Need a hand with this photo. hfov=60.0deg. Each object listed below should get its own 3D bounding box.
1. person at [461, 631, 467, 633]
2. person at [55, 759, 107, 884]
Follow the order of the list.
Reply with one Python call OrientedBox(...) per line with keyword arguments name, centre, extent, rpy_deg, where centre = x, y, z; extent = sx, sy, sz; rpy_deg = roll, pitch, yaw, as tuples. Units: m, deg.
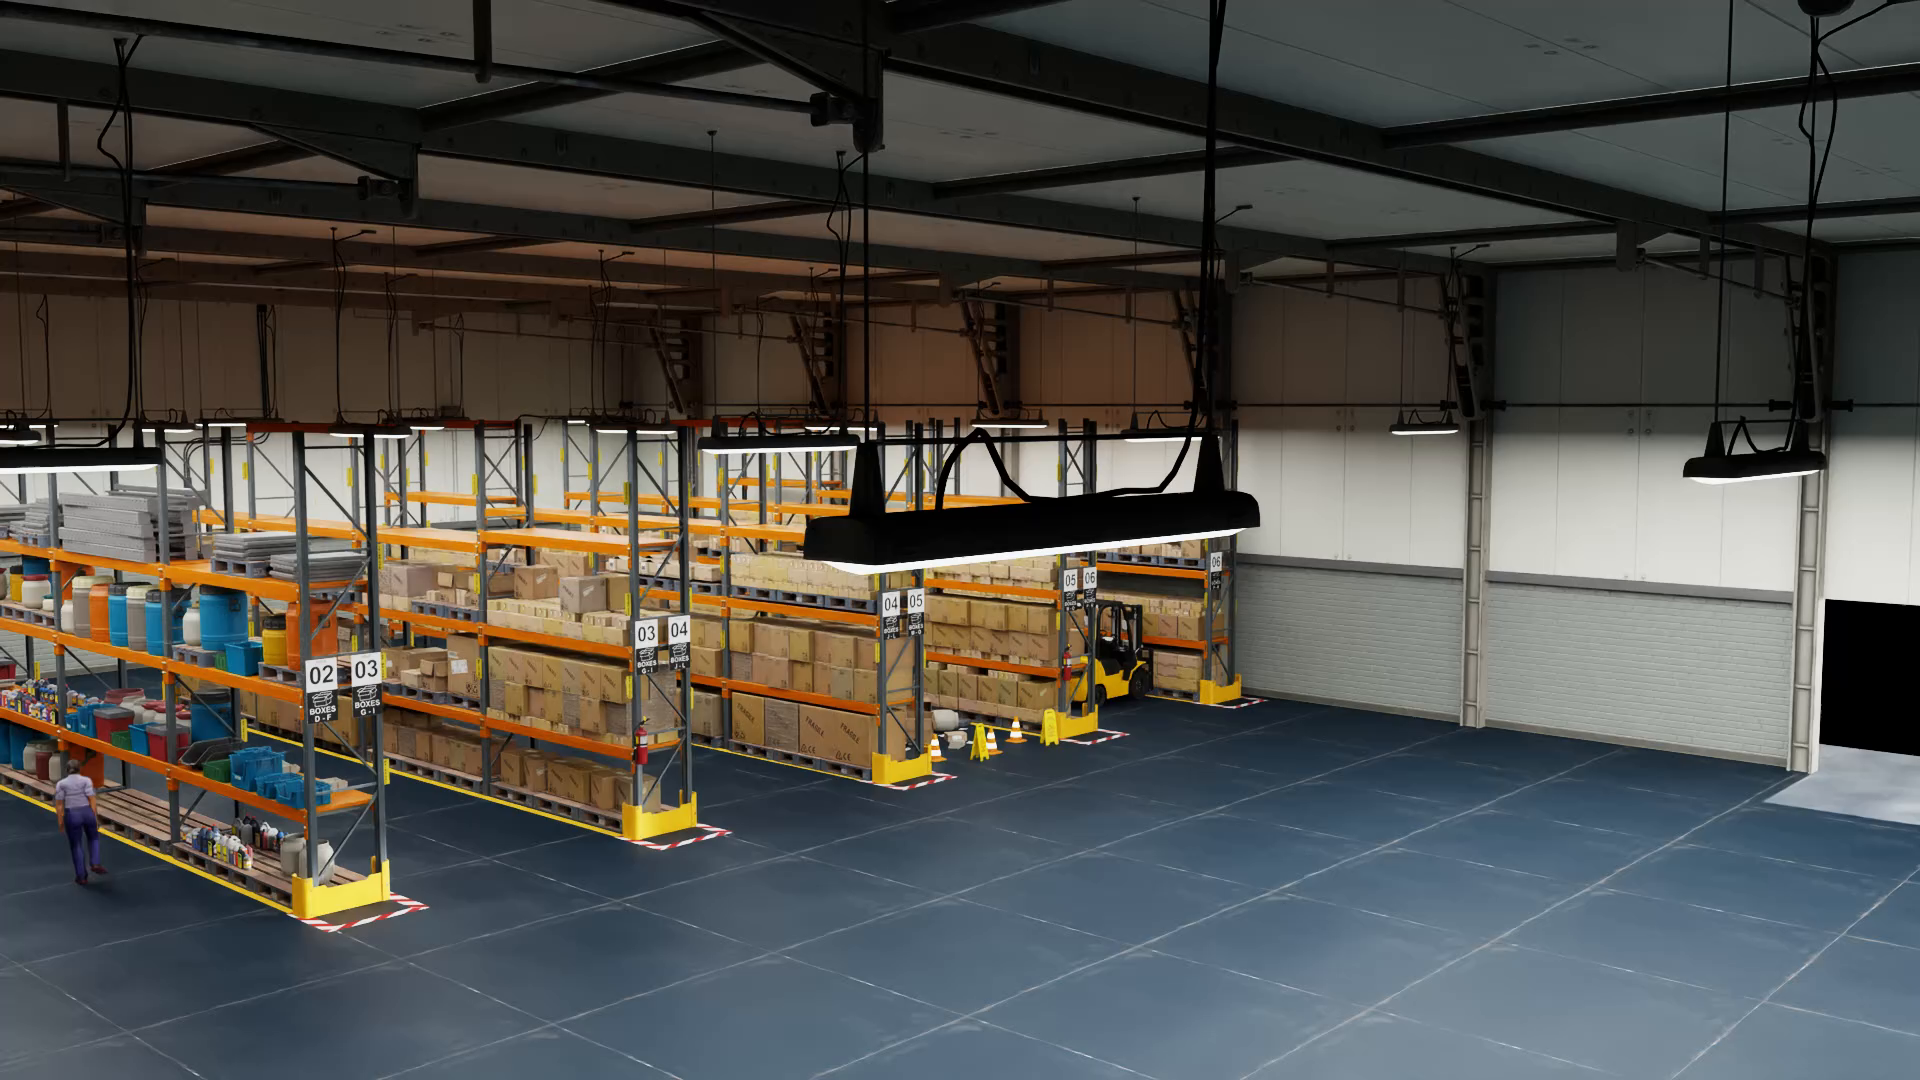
OrientedBox(name="person", centre=(-10.160, 2.649, 34.404), extent=(1.068, 1.718, 0.629), rpy_deg=(4, 6, 40))
OrientedBox(name="person", centre=(-11.626, 3.717, 21.991), extent=(0.545, 1.623, 0.462), rpy_deg=(-4, 6, -38))
